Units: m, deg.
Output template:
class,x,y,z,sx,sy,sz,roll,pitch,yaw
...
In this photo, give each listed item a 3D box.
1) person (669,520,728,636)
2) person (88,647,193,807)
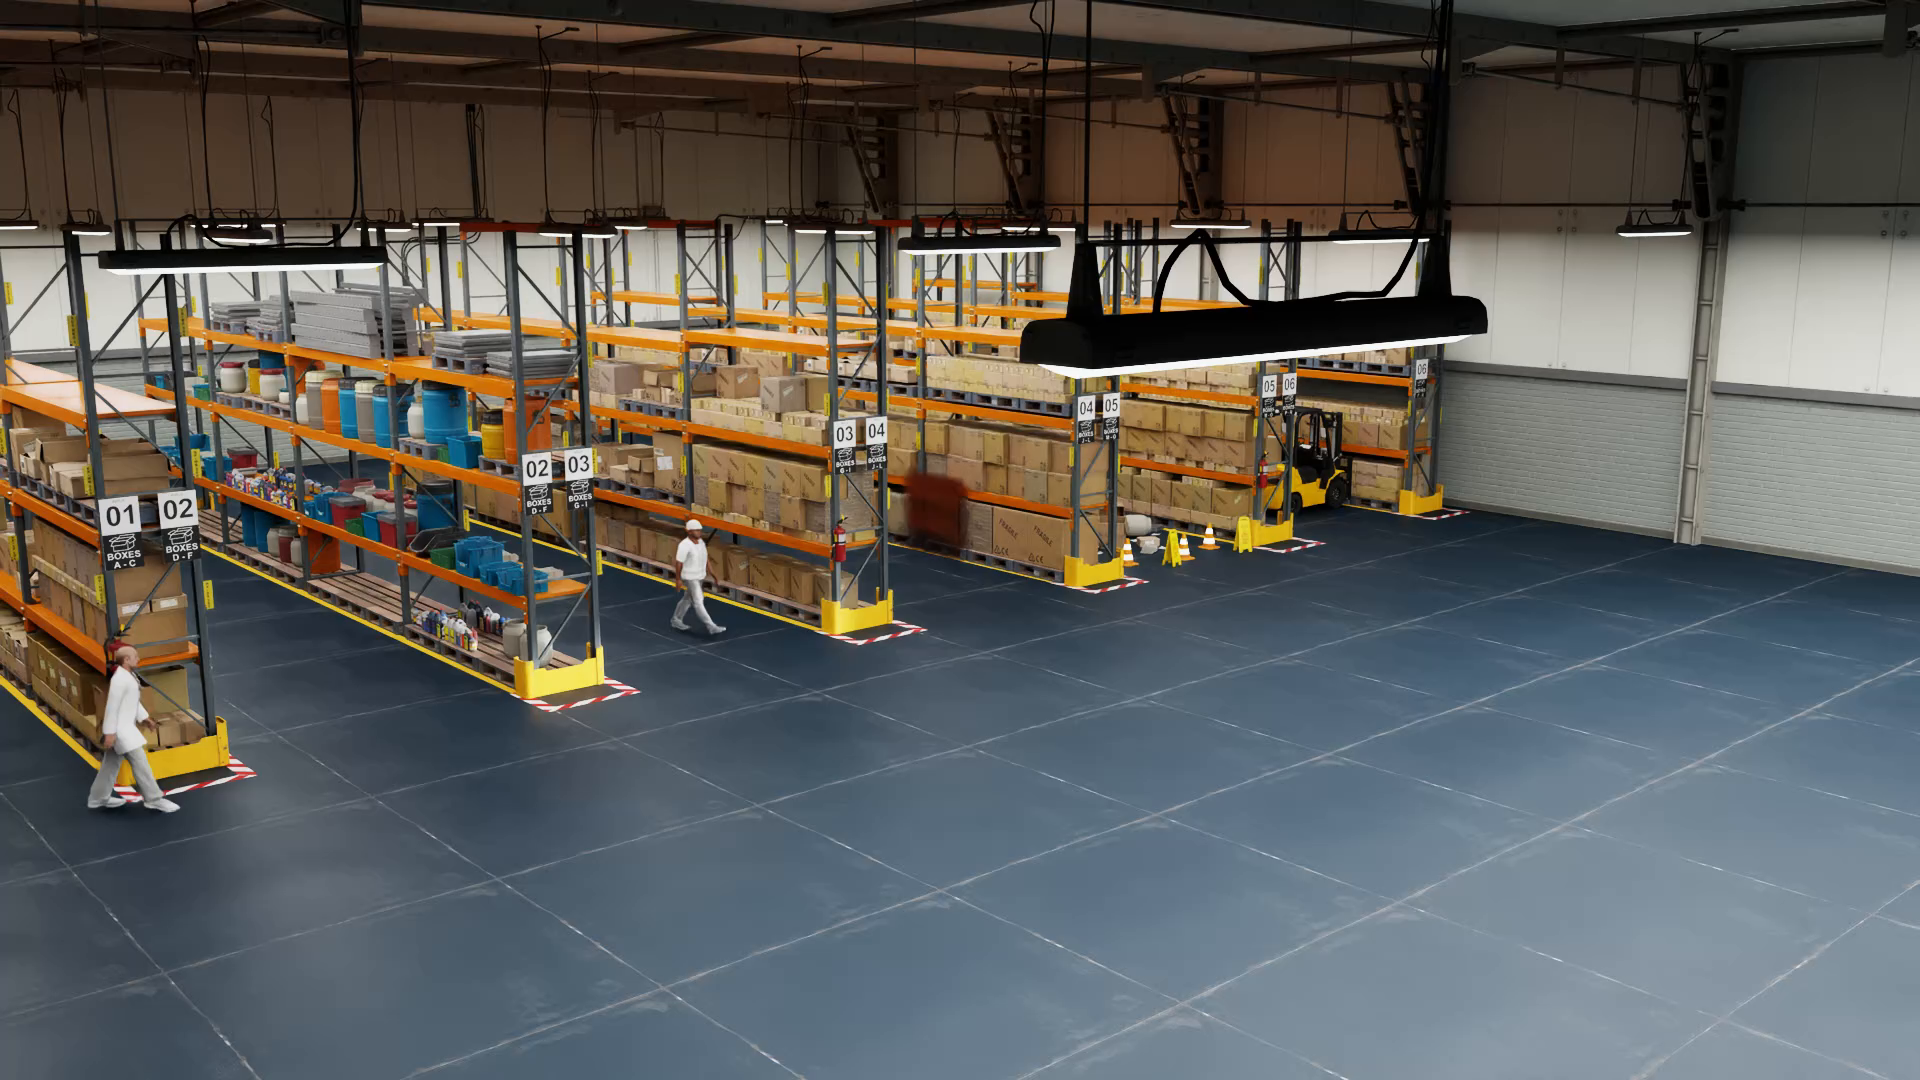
class,x,y,z,sx,sy,sz,roll,pitch,yaw
person,-3.889,0.547,24.724,1.081,1.695,0.593,3,12,14
person,-8.722,1.985,17.556,1.049,1.715,0.608,-4,12,-17
